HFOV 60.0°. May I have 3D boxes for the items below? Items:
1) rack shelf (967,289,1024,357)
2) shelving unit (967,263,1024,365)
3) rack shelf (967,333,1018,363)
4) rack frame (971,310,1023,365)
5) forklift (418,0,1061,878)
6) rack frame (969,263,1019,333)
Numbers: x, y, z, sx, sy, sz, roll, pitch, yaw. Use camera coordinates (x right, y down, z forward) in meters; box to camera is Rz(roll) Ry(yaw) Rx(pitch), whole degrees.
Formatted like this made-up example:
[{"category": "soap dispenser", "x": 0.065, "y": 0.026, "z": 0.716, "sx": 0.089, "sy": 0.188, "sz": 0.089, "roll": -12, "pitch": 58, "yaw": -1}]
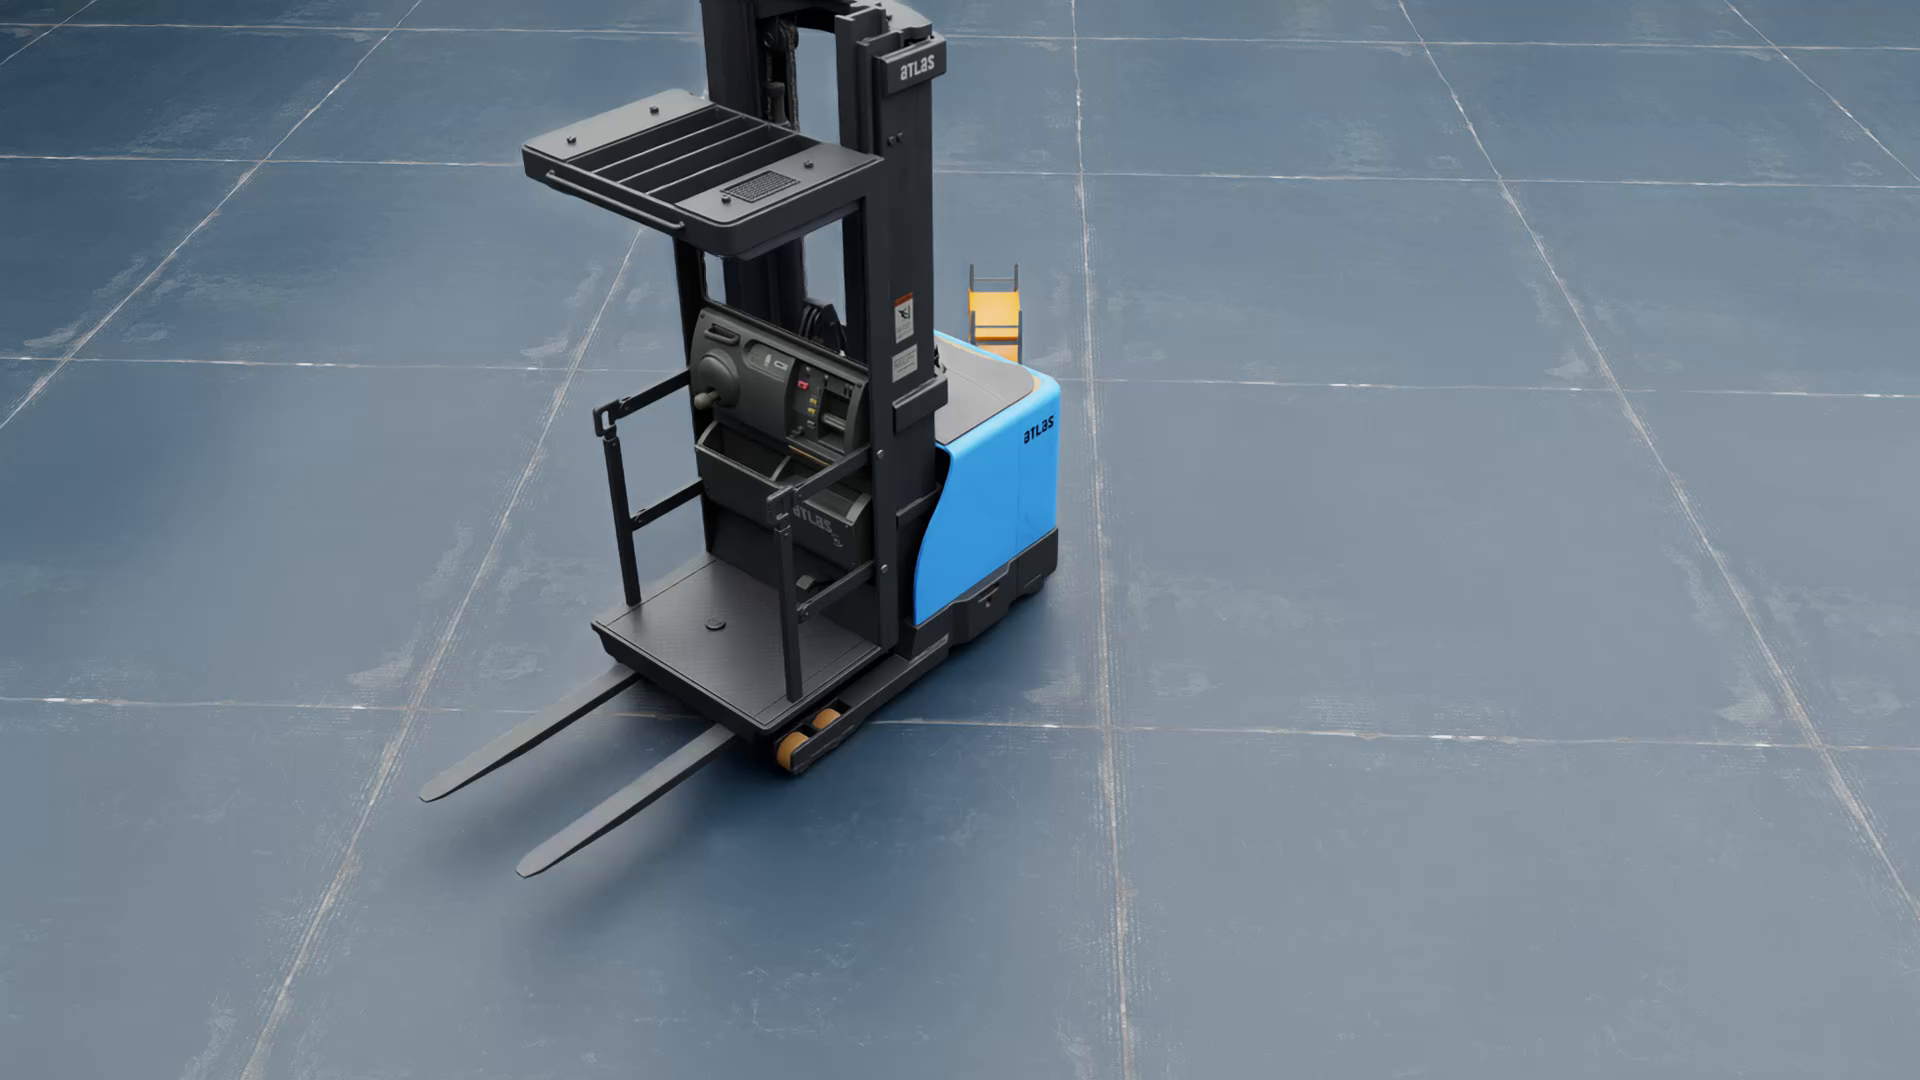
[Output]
[{"category": "rack shelf", "x": 0.168, "y": -1.029, "z": 7.987, "sx": 0.258, "sy": 0.148, "sz": 0.480, "roll": 0, "pitch": 35, "yaw": -1}, {"category": "shelving unit", "x": 0.168, "y": -0.707, "z": 8.213, "sx": 0.258, "sy": 1.200, "sz": 0.503, "roll": 0, "pitch": 35, "yaw": -1}, {"category": "rack shelf", "x": 0.168, "y": -0.835, "z": 8.123, "sx": 0.258, "sy": 0.148, "sz": 0.480, "roll": 0, "pitch": 35, "yaw": -1}, {"category": "rack frame", "x": 0.171, "y": -0.567, "z": 8.013, "sx": 0.240, "sy": 1.200, "sz": 0.015, "roll": 0, "pitch": 35, "yaw": -1}, {"category": "forklift", "x": -0.872, "y": -0.565, "z": 6.505, "sx": 1.130, "sy": 2.935, "sz": 3.031, "roll": 26, "pitch": 43, "yaw": 32}, {"category": "rack frame", "x": 0.165, "y": -0.848, "z": 8.413, "sx": 0.240, "sy": 1.200, "sz": 0.015, "roll": 0, "pitch": 35, "yaw": -1}]
